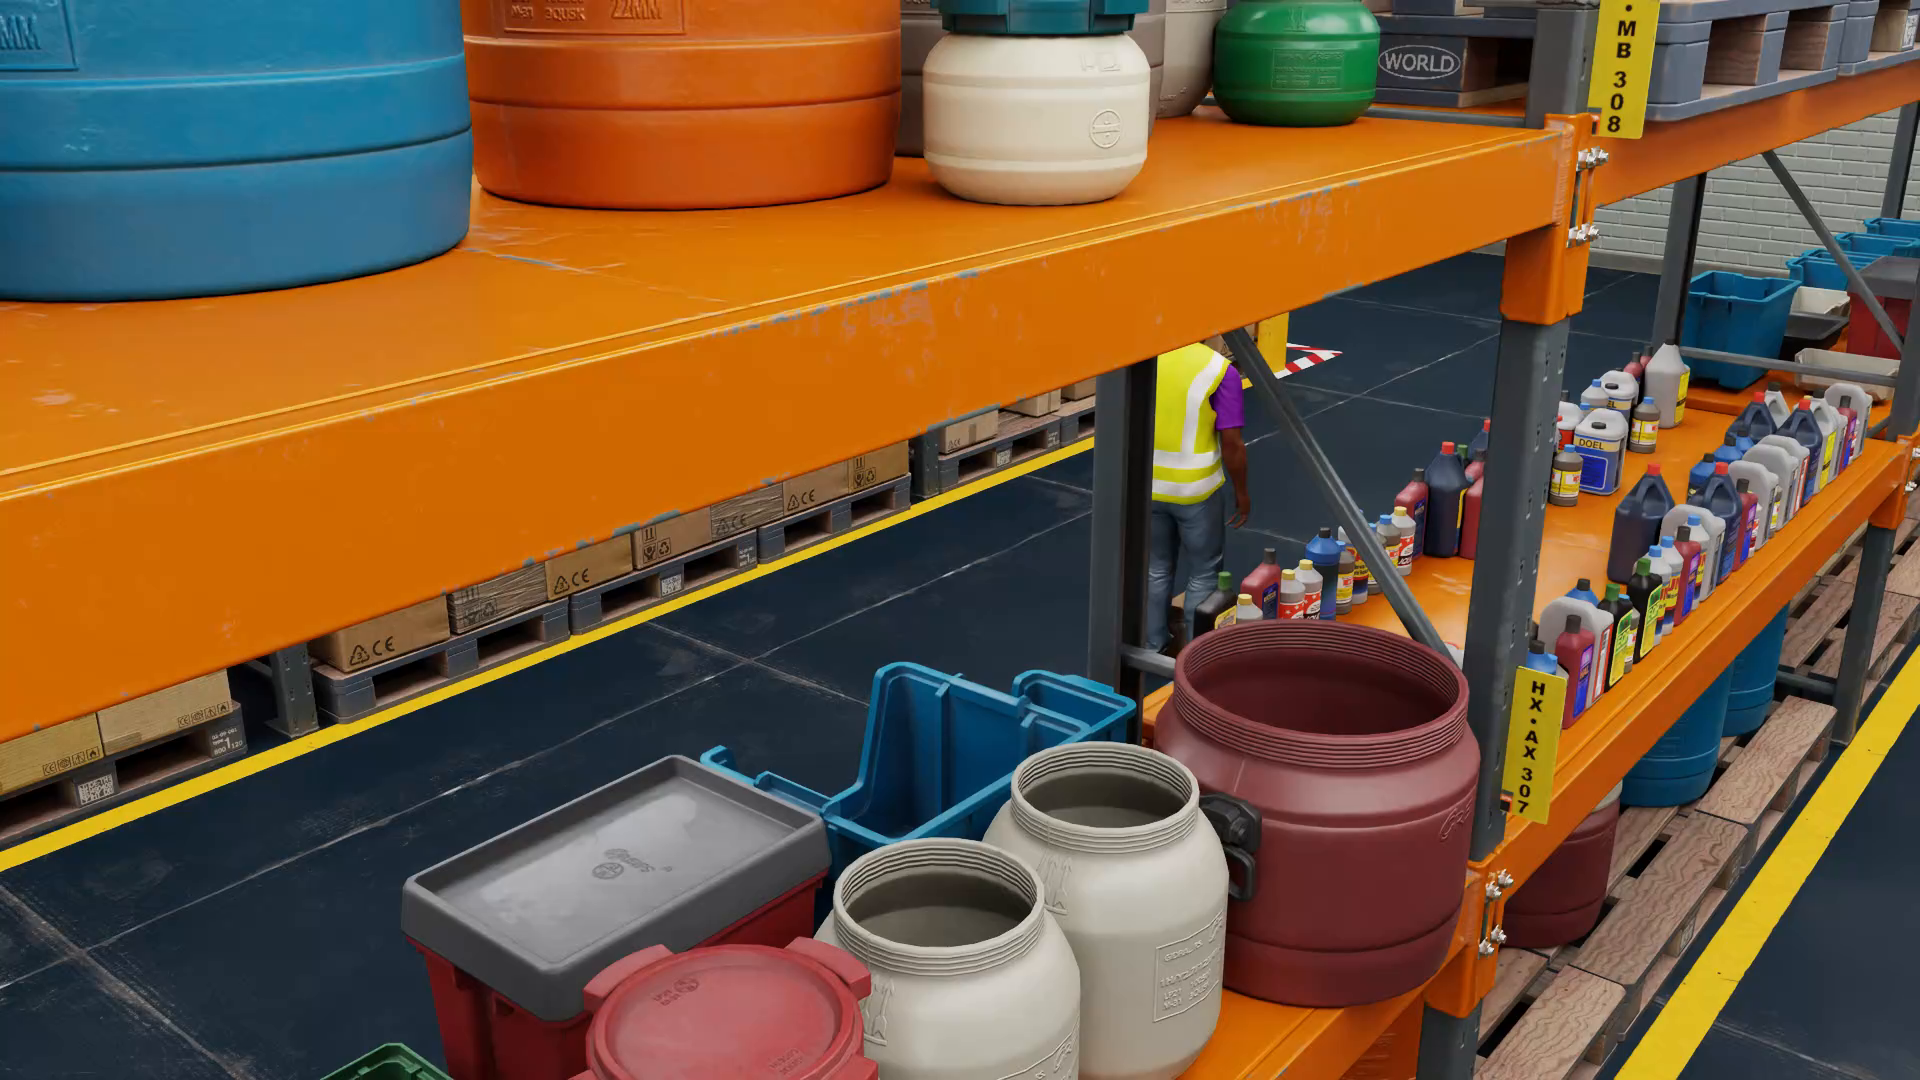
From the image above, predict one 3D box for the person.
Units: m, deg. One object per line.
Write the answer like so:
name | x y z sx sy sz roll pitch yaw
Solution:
person | 0.963 -0.250 7.231 0.636 1.761 0.454 14 24 34
